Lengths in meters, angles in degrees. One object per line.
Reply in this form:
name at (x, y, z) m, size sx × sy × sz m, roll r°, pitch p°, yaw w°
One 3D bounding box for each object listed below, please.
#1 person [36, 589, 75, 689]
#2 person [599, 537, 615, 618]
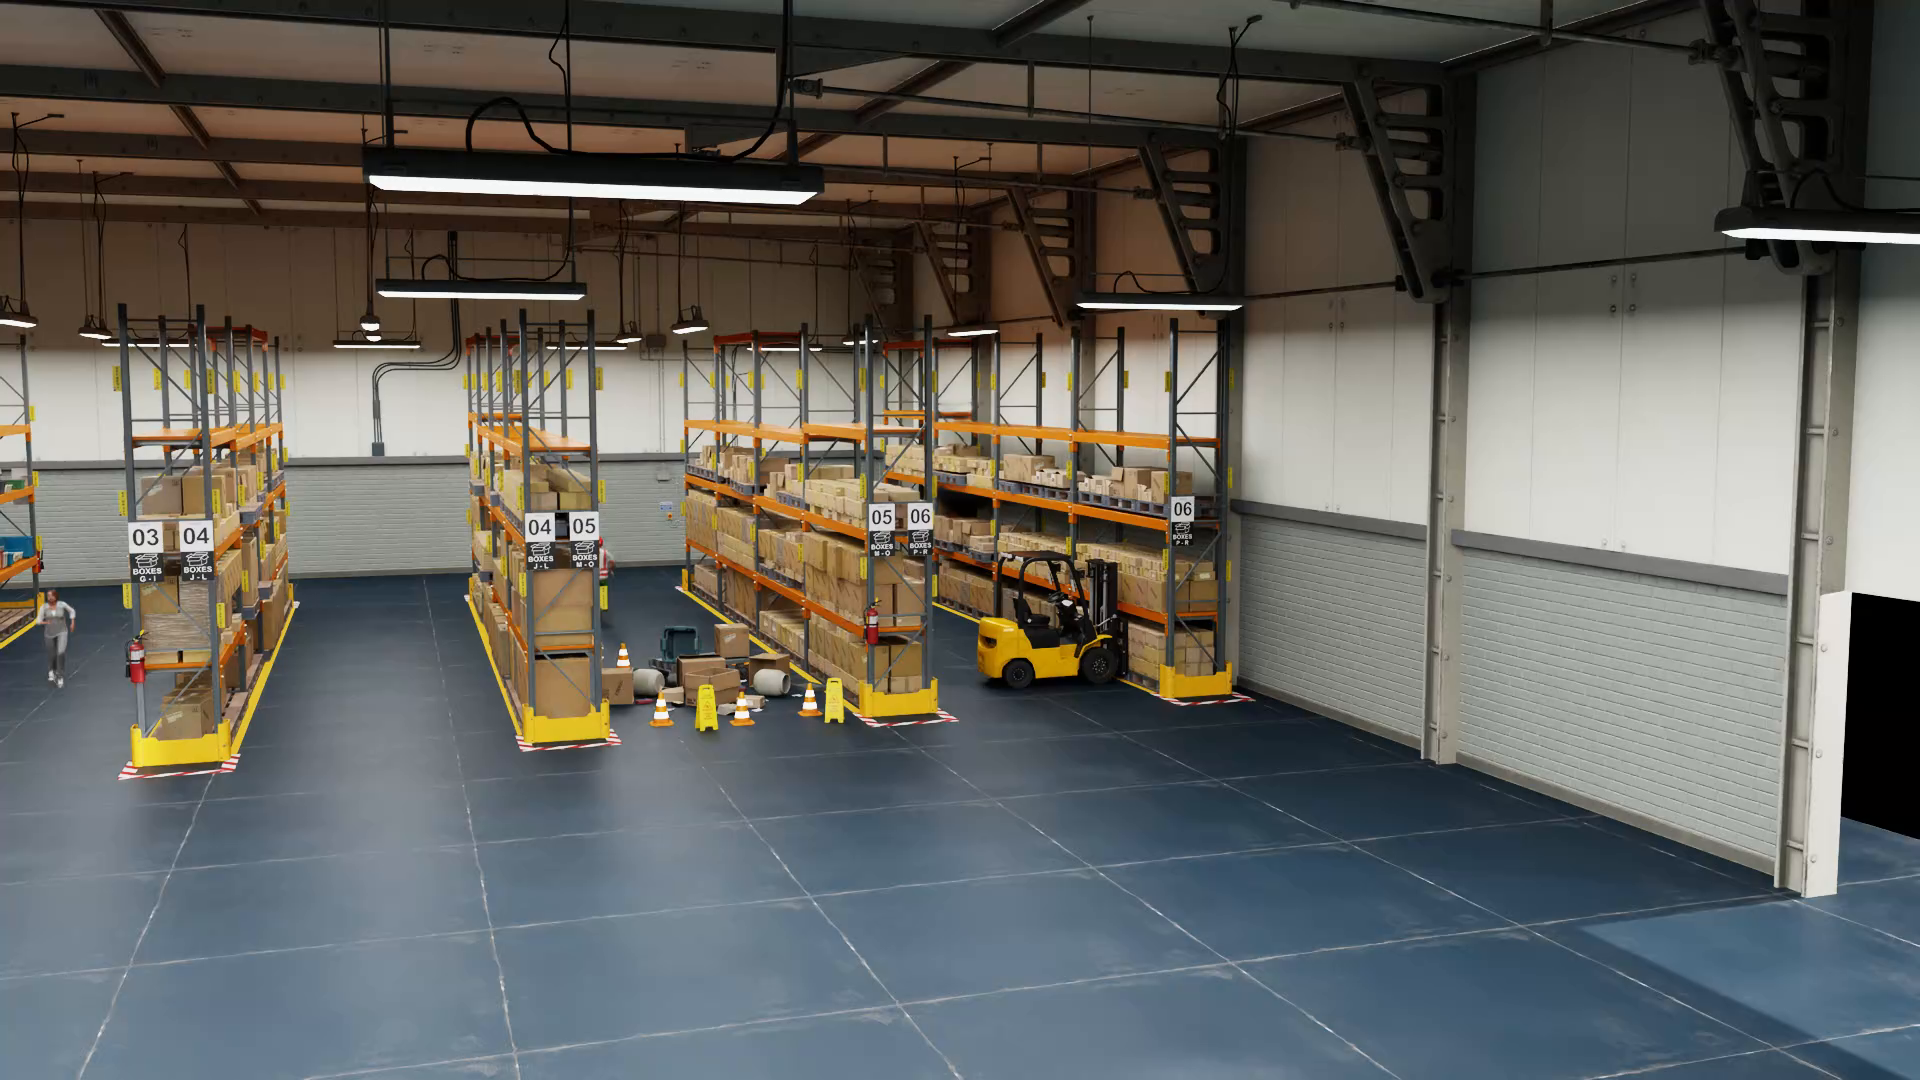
person at (-14.915, 1.632, 27.452) m, size 0.548 × 1.574 × 0.850 m, roll -2°, pitch 6°, yaw -23°
person at (-7.691, 0.787, 35.382) m, size 0.666 × 1.737 × 0.591 m, roll -2°, pitch 6°, yaw -17°
